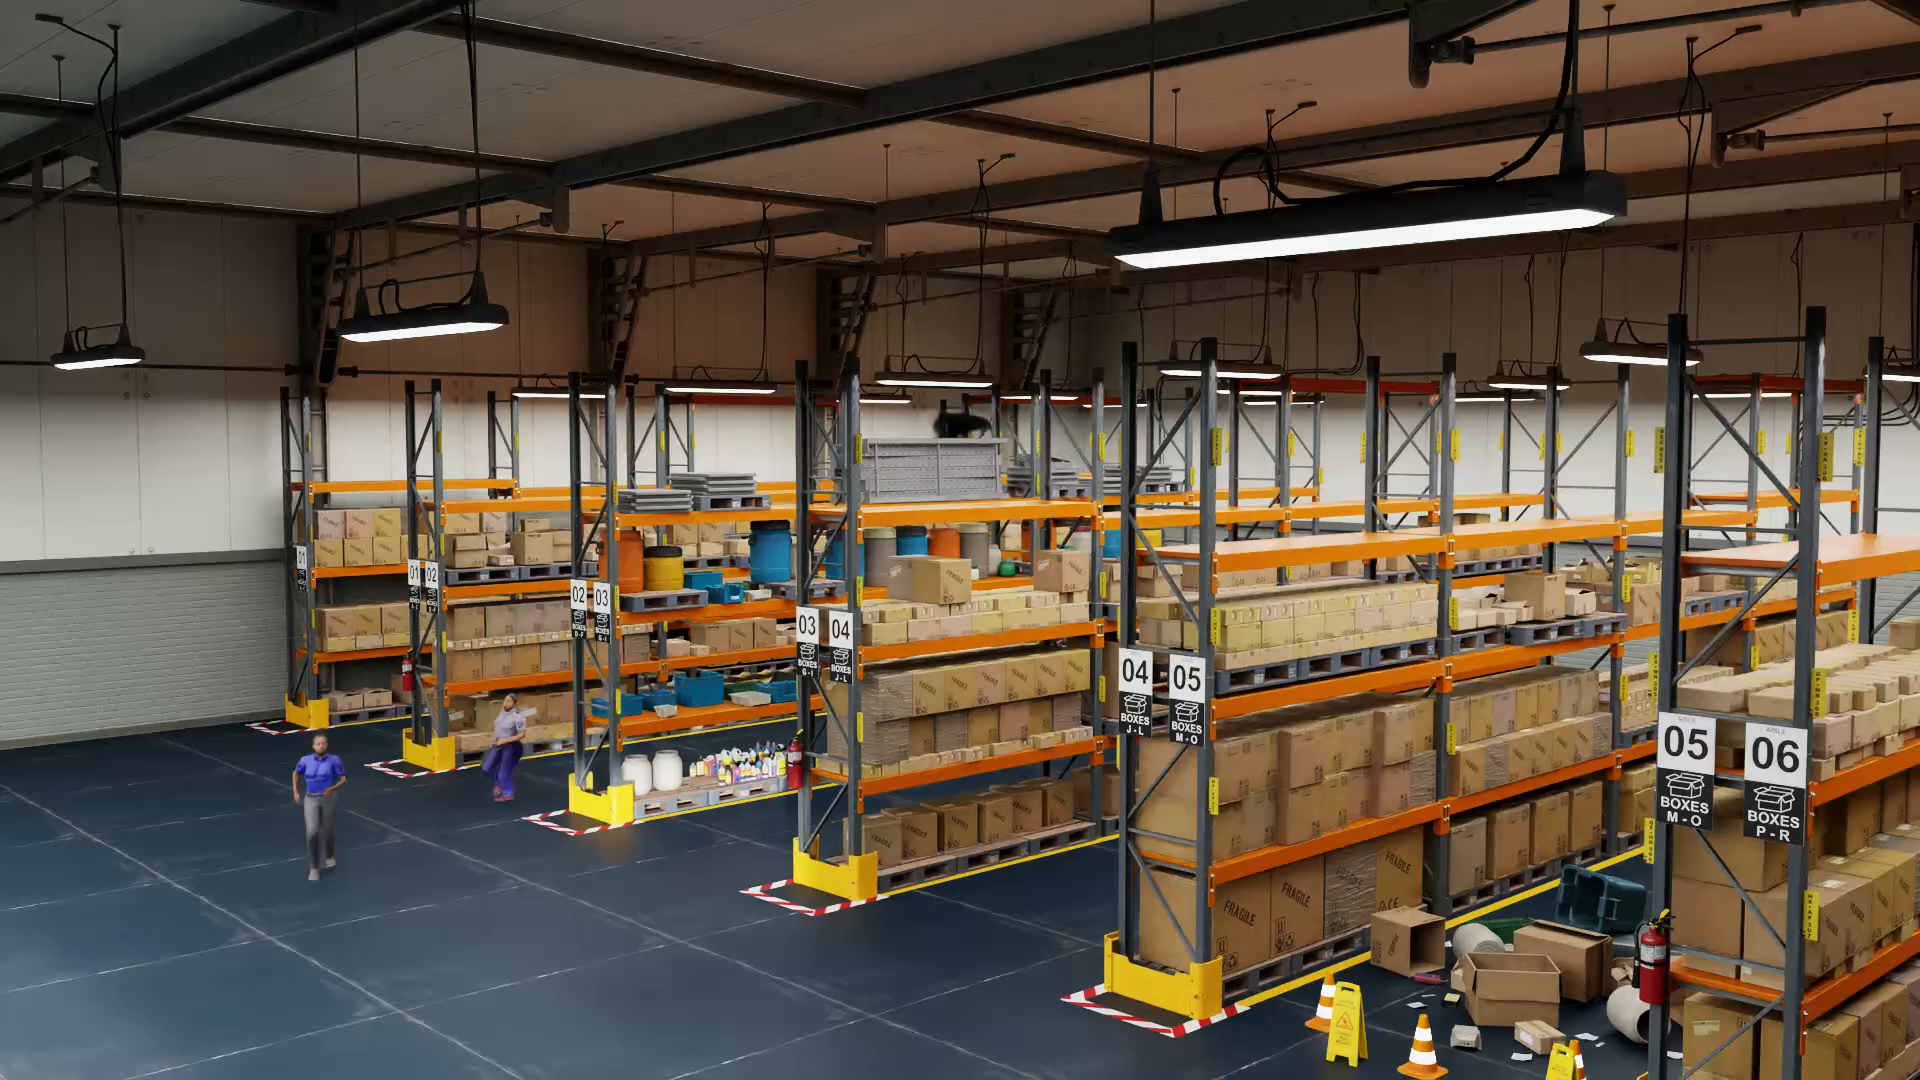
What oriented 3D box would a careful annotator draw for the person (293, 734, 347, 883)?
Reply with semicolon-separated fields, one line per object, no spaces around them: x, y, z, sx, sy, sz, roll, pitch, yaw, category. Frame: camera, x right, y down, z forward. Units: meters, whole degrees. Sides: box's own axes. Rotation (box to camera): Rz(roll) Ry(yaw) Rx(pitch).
-7.466;3.115;19.417;0.586;1.721;0.722;-1;4;-21;person

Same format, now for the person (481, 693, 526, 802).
-6.337;2.902;23.169;0.671;1.562;0.546;2;4;30;person
